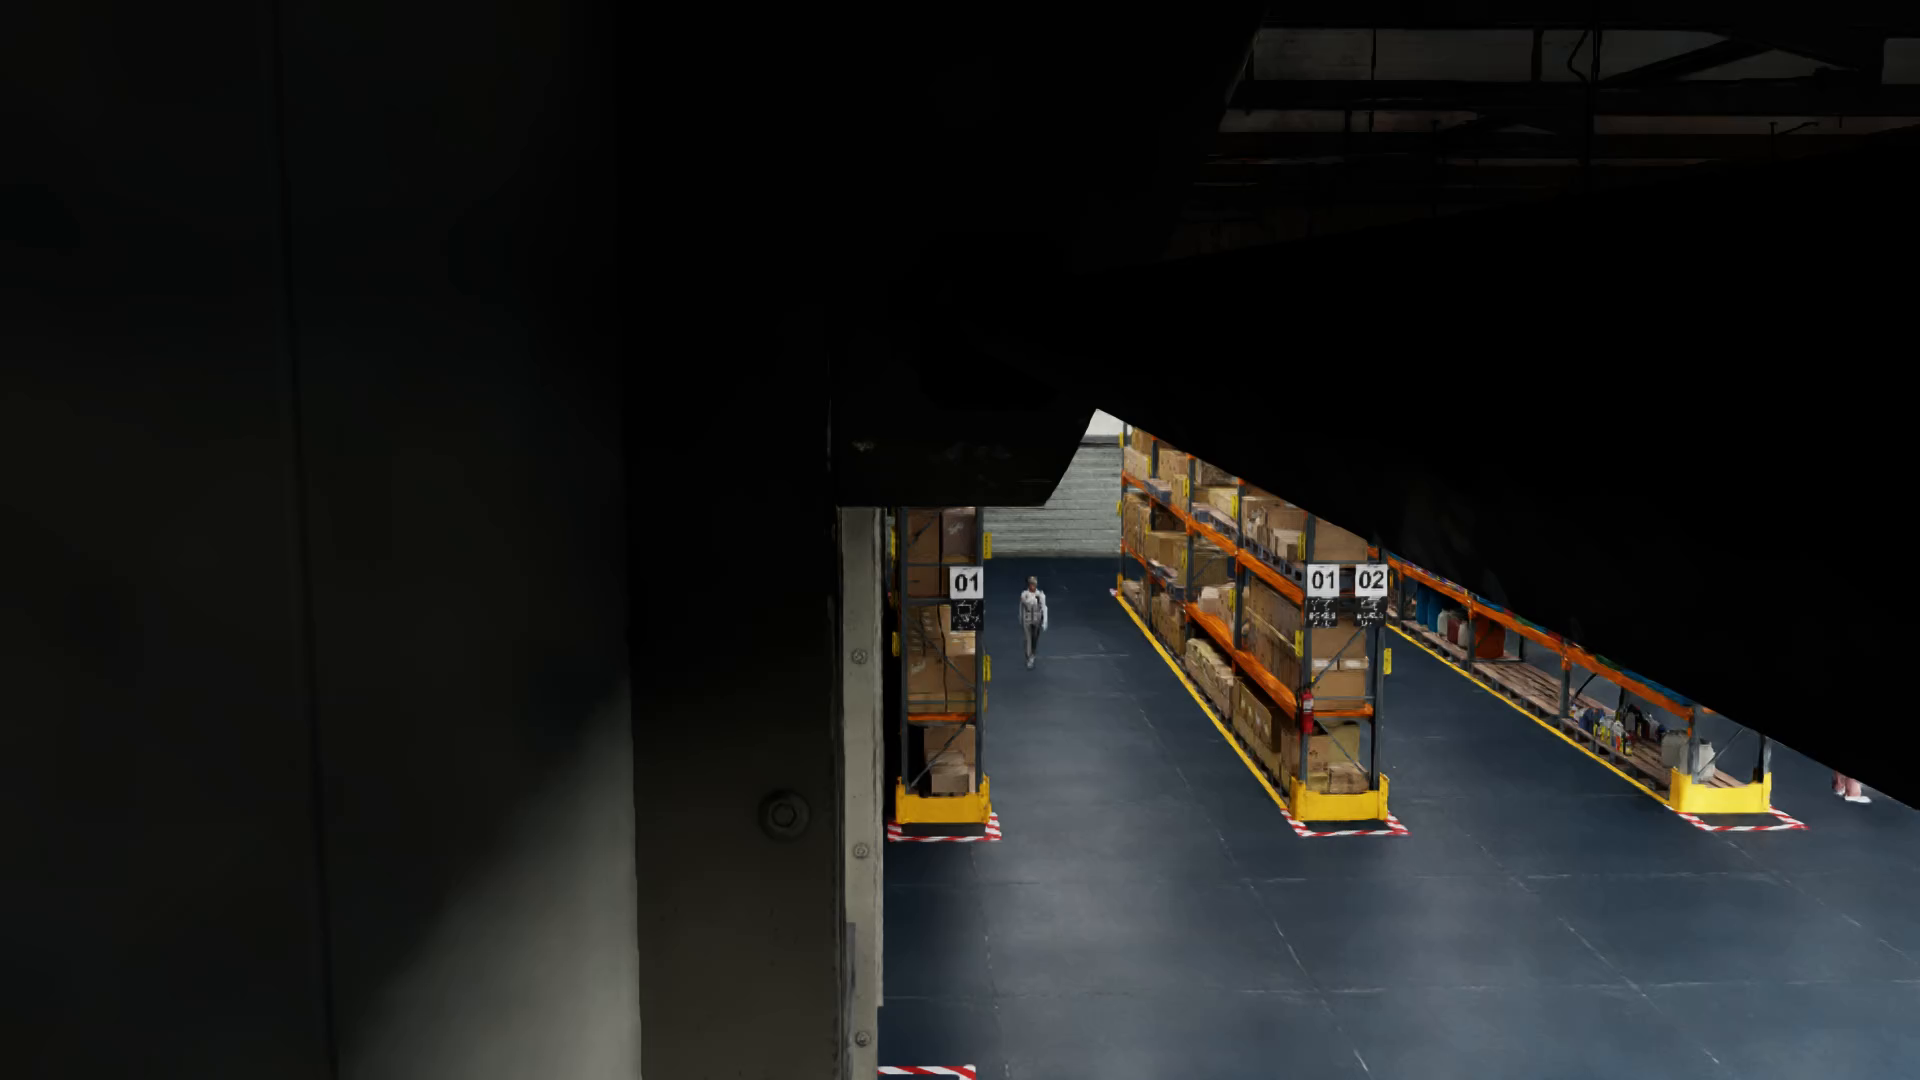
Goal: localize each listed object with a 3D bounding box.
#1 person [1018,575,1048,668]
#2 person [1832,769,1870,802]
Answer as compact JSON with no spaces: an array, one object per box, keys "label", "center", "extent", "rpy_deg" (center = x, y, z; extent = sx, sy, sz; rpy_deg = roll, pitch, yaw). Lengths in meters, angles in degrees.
[{"label":"person","center":[1.293,1.406,29.324],"extent":[0.500,1.625,0.998],"rpy_deg":[-1,8,-4]},{"label":"person","center":[11.500,2.495,21.379],"extent":[0.454,1.676,0.539],"rpy_deg":[-5,9,-30]}]
